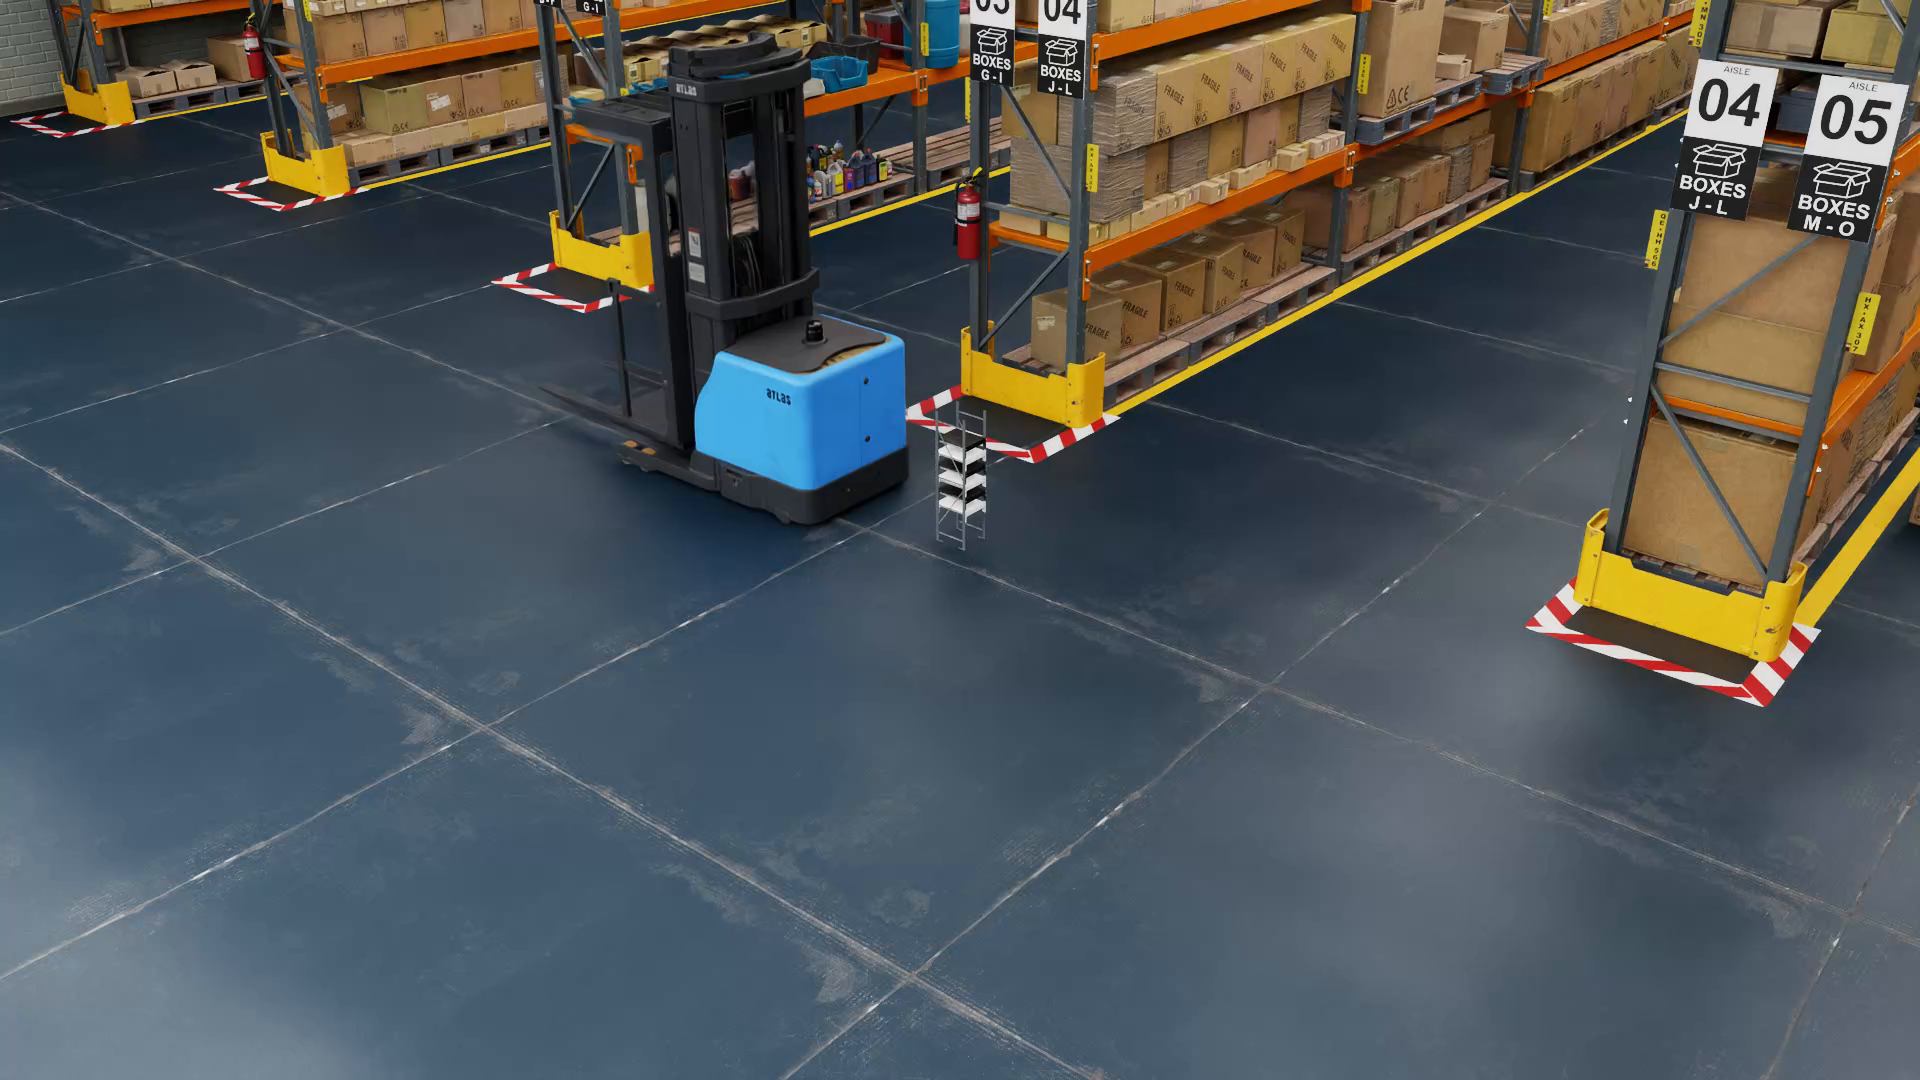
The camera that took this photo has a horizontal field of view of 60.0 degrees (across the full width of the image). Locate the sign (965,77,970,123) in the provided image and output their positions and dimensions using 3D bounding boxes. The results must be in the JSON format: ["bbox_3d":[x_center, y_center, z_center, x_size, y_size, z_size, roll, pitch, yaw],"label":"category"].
[{"bbox_3d":[0.079,-3.177,12.022,0.100,0.325,0.005,21,34,34],"label":"sign"}]

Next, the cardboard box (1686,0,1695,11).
[{"bbox_3d":[8.907,-6.690,20.691,0.380,0.149,0.250,22,35,36],"label":"cardboard box"}]

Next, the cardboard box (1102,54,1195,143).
[{"bbox_3d":[1.379,-3.264,12.274,0.500,0.500,0.500,21,34,34],"label":"cardboard box"}]

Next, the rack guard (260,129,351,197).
[{"bbox_3d":[-7.162,-4.130,18.190,1.175,0.500,0.348,21,34,34],"label":"rack guard"}]

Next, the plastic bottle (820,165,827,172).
[{"bbox_3d":[-1.393,-3.733,17.179,0.061,0.283,0.133,21,34,34],"label":"plastic bottle"}]

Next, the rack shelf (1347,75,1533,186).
[{"bbox_3d":[4.311,-4.160,16.311,1.077,0.370,4.000,21,34,34],"label":"rack shelf"}]

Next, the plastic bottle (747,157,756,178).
[{"bbox_3d":[-2.125,-3.789,17.213,0.144,0.351,0.185,22,35,36],"label":"plastic bottle"}]

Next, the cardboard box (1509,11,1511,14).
[{"bbox_3d":[5.706,-5.481,17.971,0.500,0.500,0.500,22,35,36],"label":"cardboard box"}]

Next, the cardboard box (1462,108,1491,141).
[{"bbox_3d":[5.180,-4.361,17.341,0.500,0.250,0.500,22,35,36],"label":"cardboard box"}]

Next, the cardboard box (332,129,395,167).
[{"bbox_3d":[-6.634,-4.340,18.409,0.500,0.250,0.500,21,34,34],"label":"cardboard box"}]

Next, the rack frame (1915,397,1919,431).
[{"bbox_3d":[6.802,-2.285,11.903,1.000,3.000,0.127,21,34,34],"label":"rack frame"}]

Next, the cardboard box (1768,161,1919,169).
[{"bbox_3d":[5.500,-2.140,10.284,0.875,0.550,0.500,21,34,34],"label":"cardboard box"}]

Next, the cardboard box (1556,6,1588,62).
[{"bbox_3d":[6.429,-5.510,18.027,0.500,0.500,0.500,20,33,33],"label":"cardboard box"}]

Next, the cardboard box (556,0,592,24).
[{"bbox_3d":[-4.880,-6.553,20.043,0.700,0.500,0.500,20,33,33],"label":"cardboard box"}]

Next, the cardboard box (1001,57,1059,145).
[{"bbox_3d":[0.654,-3.240,12.229,0.500,0.500,0.500,21,34,34],"label":"cardboard box"}]

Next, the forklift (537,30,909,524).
[{"bbox_3d":[-1.809,-1.946,11.322,3.031,2.935,1.130,21,34,34],"label":"forklift"}]

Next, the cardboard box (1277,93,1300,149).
[{"bbox_3d":[2.360,-3.639,14.087,0.875,0.500,0.500,21,34,34],"label":"cardboard box"}]

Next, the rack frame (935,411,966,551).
[{"bbox_3d":[-0.059,-0.367,10.479,0.240,0.900,0.006,21,34,34],"label":"rack frame"}]

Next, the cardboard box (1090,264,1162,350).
[{"bbox_3d":[1.259,-1.867,13.359,0.500,0.500,0.500,-18,32,-31],"label":"cardboard box"}]

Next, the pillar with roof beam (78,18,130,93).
[{"bbox_3d":[-7.872,-8.603,17.586,9.100,9.000,0.400,21,34,34],"label":"pillar with roof beam"}]

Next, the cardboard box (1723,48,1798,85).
[{"bbox_3d":[4.208,-2.536,8.830,0.380,0.149,0.250,21,34,34],"label":"cardboard box"}]

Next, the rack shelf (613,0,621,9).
[{"bbox_3d":[-2.055,-5.522,15.678,1.077,0.370,4.000,21,34,34],"label":"rack shelf"}]

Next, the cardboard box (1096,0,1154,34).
[{"bbox_3d":[1.001,-3.714,11.563,0.500,0.250,0.500,22,35,36],"label":"cardboard box"}]

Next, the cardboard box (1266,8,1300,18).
[{"bbox_3d":[2.557,-4.306,14.289,0.500,0.500,0.500,21,34,34],"label":"cardboard box"}]

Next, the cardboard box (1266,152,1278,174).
[{"bbox_3d":[2.424,-3.169,13.884,0.380,0.149,0.250,21,34,34],"label":"cardboard box"}]

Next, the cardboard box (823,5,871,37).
[{"bbox_3d":[-1.644,-7.571,24.362,0.500,0.500,0.500,22,35,36],"label":"cardboard box"}]

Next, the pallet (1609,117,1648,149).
[{"bbox_3d":[7.695,-5.073,20.327,1.003,0.211,1.213,21,34,34],"label":"pallet"}]

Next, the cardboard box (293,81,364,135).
[{"bbox_3d":[-7.035,-4.825,18.531,0.500,0.500,0.500,21,34,34],"label":"cardboard box"}]

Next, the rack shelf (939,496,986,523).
[{"bbox_3d":[0.005,-0.213,10.647,0.258,0.077,0.200,21,34,34],"label":"rack shelf"}]

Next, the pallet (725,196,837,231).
[{"bbox_3d":[-2.018,-3.319,16.937,1.003,0.211,1.213,21,34,34],"label":"pallet"}]

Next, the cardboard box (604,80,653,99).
[{"bbox_3d":[-4.155,-5.703,21.045,0.500,0.250,0.500,20,33,33],"label":"cardboard box"}]

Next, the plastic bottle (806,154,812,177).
[{"bbox_3d":[-1.615,-3.950,17.612,0.097,0.271,0.097,0,27,0],"label":"plastic bottle"}]

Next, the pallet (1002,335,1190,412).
[{"bbox_3d":[1.087,-1.419,13.263,1.003,0.211,1.213,21,34,34],"label":"pallet"}]

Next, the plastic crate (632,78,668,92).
[{"bbox_3d":[-2.822,-4.228,15.819,0.499,0.251,0.408,21,34,34],"label":"plastic crate"}]

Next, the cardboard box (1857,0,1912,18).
[{"bbox_3d":[4.716,-2.698,8.277,0.380,0.149,0.250,21,34,35],"label":"cardboard box"}]

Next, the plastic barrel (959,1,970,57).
[{"bbox_3d":[-0.005,-5.554,18.073,0.433,0.535,0.433,0,27,0],"label":"plastic barrel"}]

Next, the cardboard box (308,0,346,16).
[{"bbox_3d":[-6.731,-5.658,17.608,0.380,0.149,0.250,20,34,34],"label":"cardboard box"}]

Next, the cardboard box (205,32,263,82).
[{"bbox_3d":[-9.594,-6.447,22.190,0.700,0.500,0.500,18,33,31],"label":"cardboard box"}]

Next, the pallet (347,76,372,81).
[{"bbox_3d":[-8.827,-6.627,23.330,1.003,0.211,1.213,21,34,34],"label":"pallet"}]

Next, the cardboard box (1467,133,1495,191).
[{"bbox_3d":[5.173,-4.031,17.519,0.700,0.500,0.500,19,33,32],"label":"cardboard box"}]

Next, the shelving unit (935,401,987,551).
[{"bbox_3d":[0.005,-0.403,10.549,0.258,0.900,0.210,21,34,34],"label":"shelving unit"}]

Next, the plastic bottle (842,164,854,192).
[{"bbox_3d":[-1.163,-3.757,17.225,0.061,0.283,0.133,23,35,38],"label":"plastic bottle"}]

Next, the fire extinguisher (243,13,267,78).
[{"bbox_3d":[-7.580,-5.309,17.831,0.296,0.674,0.183,21,34,34],"label":"fire extinguisher"}]

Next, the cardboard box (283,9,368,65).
[{"bbox_3d":[-6.840,-5.455,17.922,0.700,0.500,0.500,21,34,34],"label":"cardboard box"}]

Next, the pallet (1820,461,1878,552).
[{"bbox_3d":[5.482,-0.366,11.227,1.003,0.211,1.213,21,34,34],"label":"pallet"}]

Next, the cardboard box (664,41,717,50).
[{"bbox_3d":[-3.497,-6.315,21.618,0.500,0.311,0.500,19,33,33],"label":"cardboard box"}]

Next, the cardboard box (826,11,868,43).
[{"bbox_3d":[-1.548,-7.249,23.739,0.500,0.500,0.500,22,35,36],"label":"cardboard box"}]

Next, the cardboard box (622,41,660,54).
[{"bbox_3d":[-4.240,-6.295,21.580,0.500,0.311,0.500,22,34,36],"label":"cardboard box"}]

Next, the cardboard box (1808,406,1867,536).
[{"bbox_3d":[5.196,-0.682,10.660,0.875,0.875,0.875,20,34,34],"label":"cardboard box"}]

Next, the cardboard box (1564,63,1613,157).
[{"bbox_3d":[6.611,-4.984,18.976,1.225,0.875,0.875,21,34,35],"label":"cardboard box"}]

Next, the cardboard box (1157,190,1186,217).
[{"bbox_3d":[1.512,-2.621,12.825,0.380,0.149,0.250,21,34,34],"label":"cardboard box"}]

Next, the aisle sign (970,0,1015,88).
[{"bbox_3d":[0.224,-3.573,11.563,0.394,0.787,0.004,21,34,34],"label":"aisle sign"}]

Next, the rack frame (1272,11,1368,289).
[{"bbox_3d":[3.039,-3.771,14.775,1.000,3.000,0.127,21,34,34],"label":"rack frame"}]

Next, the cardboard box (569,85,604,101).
[{"bbox_3d":[-4.729,-5.404,20.468,0.500,0.250,0.500,21,34,34],"label":"cardboard box"}]
